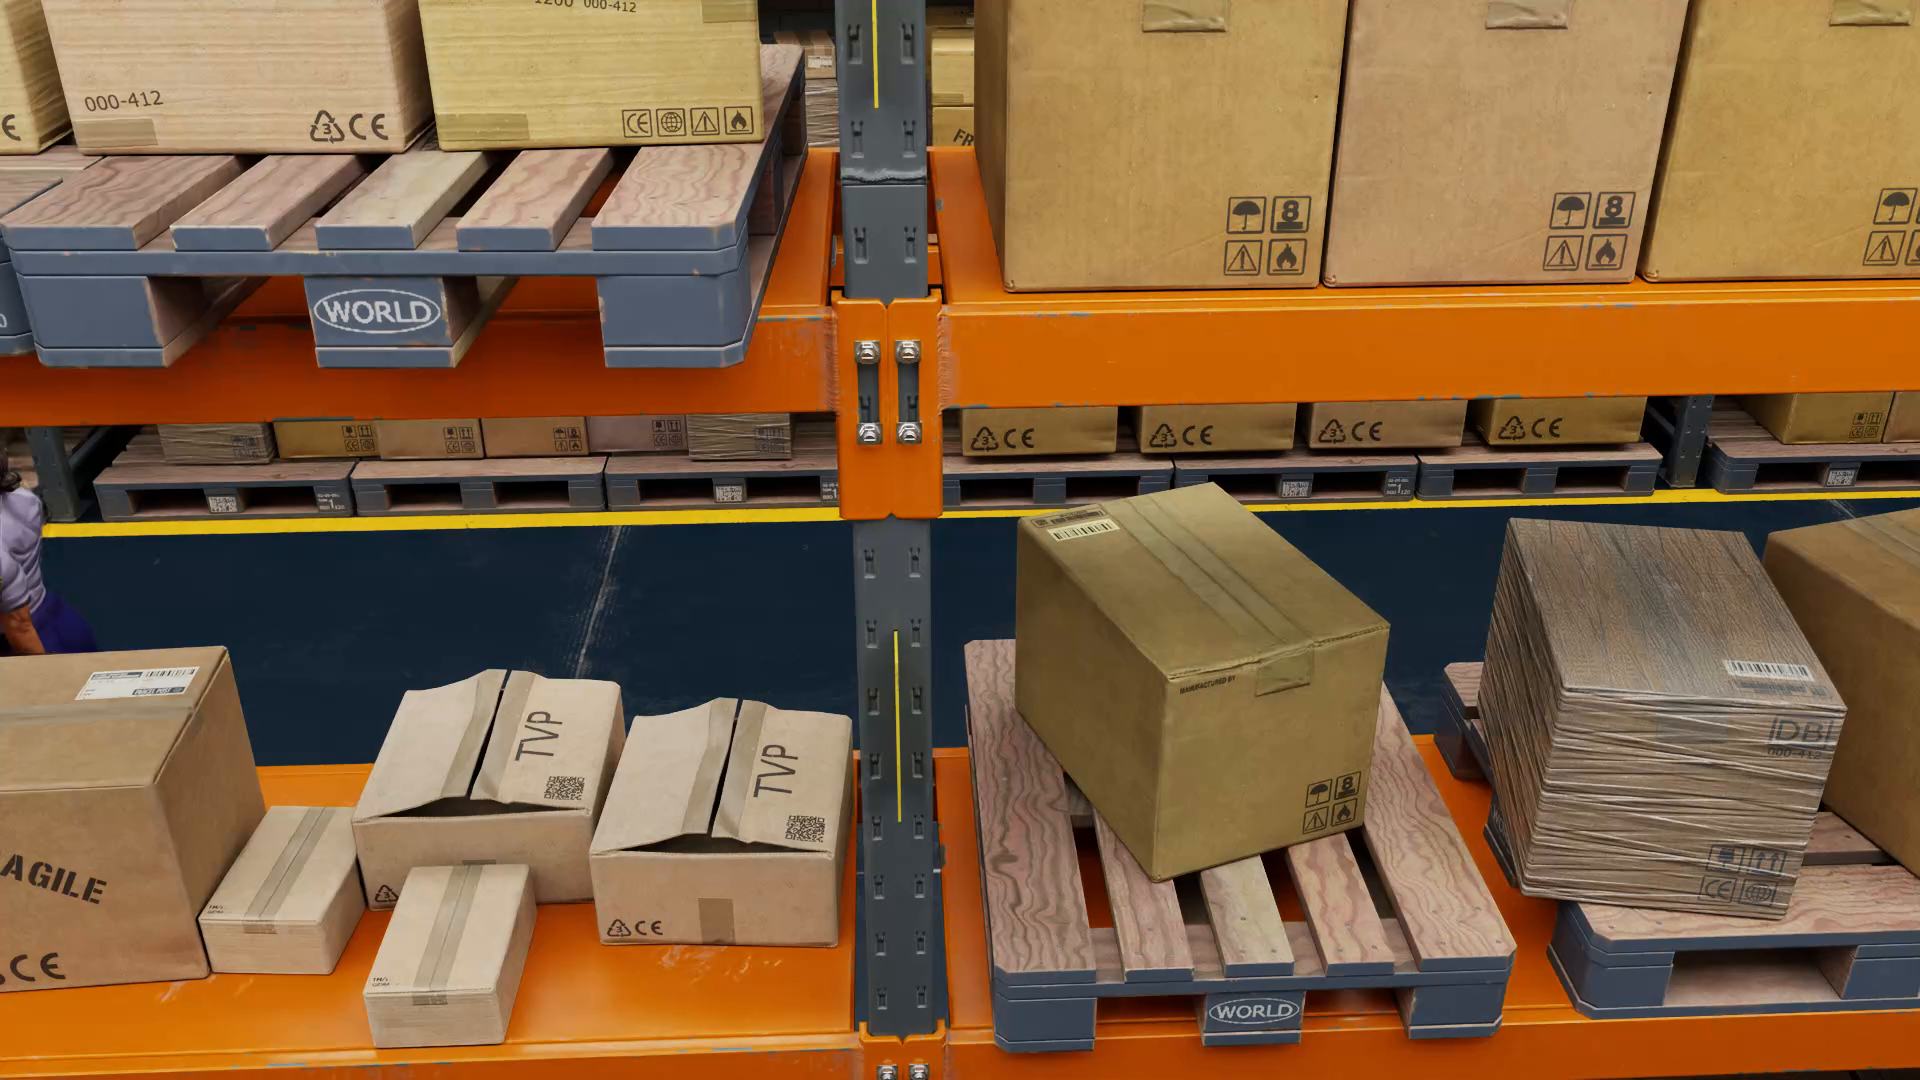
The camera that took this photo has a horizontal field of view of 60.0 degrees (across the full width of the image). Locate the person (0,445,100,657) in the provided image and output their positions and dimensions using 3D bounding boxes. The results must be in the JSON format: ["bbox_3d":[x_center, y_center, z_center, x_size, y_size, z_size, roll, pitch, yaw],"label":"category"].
[{"bbox_3d":[-3.054,0.375,5.447,1.006,1.582,0.473,-1,28,-2],"label":"person"}]
